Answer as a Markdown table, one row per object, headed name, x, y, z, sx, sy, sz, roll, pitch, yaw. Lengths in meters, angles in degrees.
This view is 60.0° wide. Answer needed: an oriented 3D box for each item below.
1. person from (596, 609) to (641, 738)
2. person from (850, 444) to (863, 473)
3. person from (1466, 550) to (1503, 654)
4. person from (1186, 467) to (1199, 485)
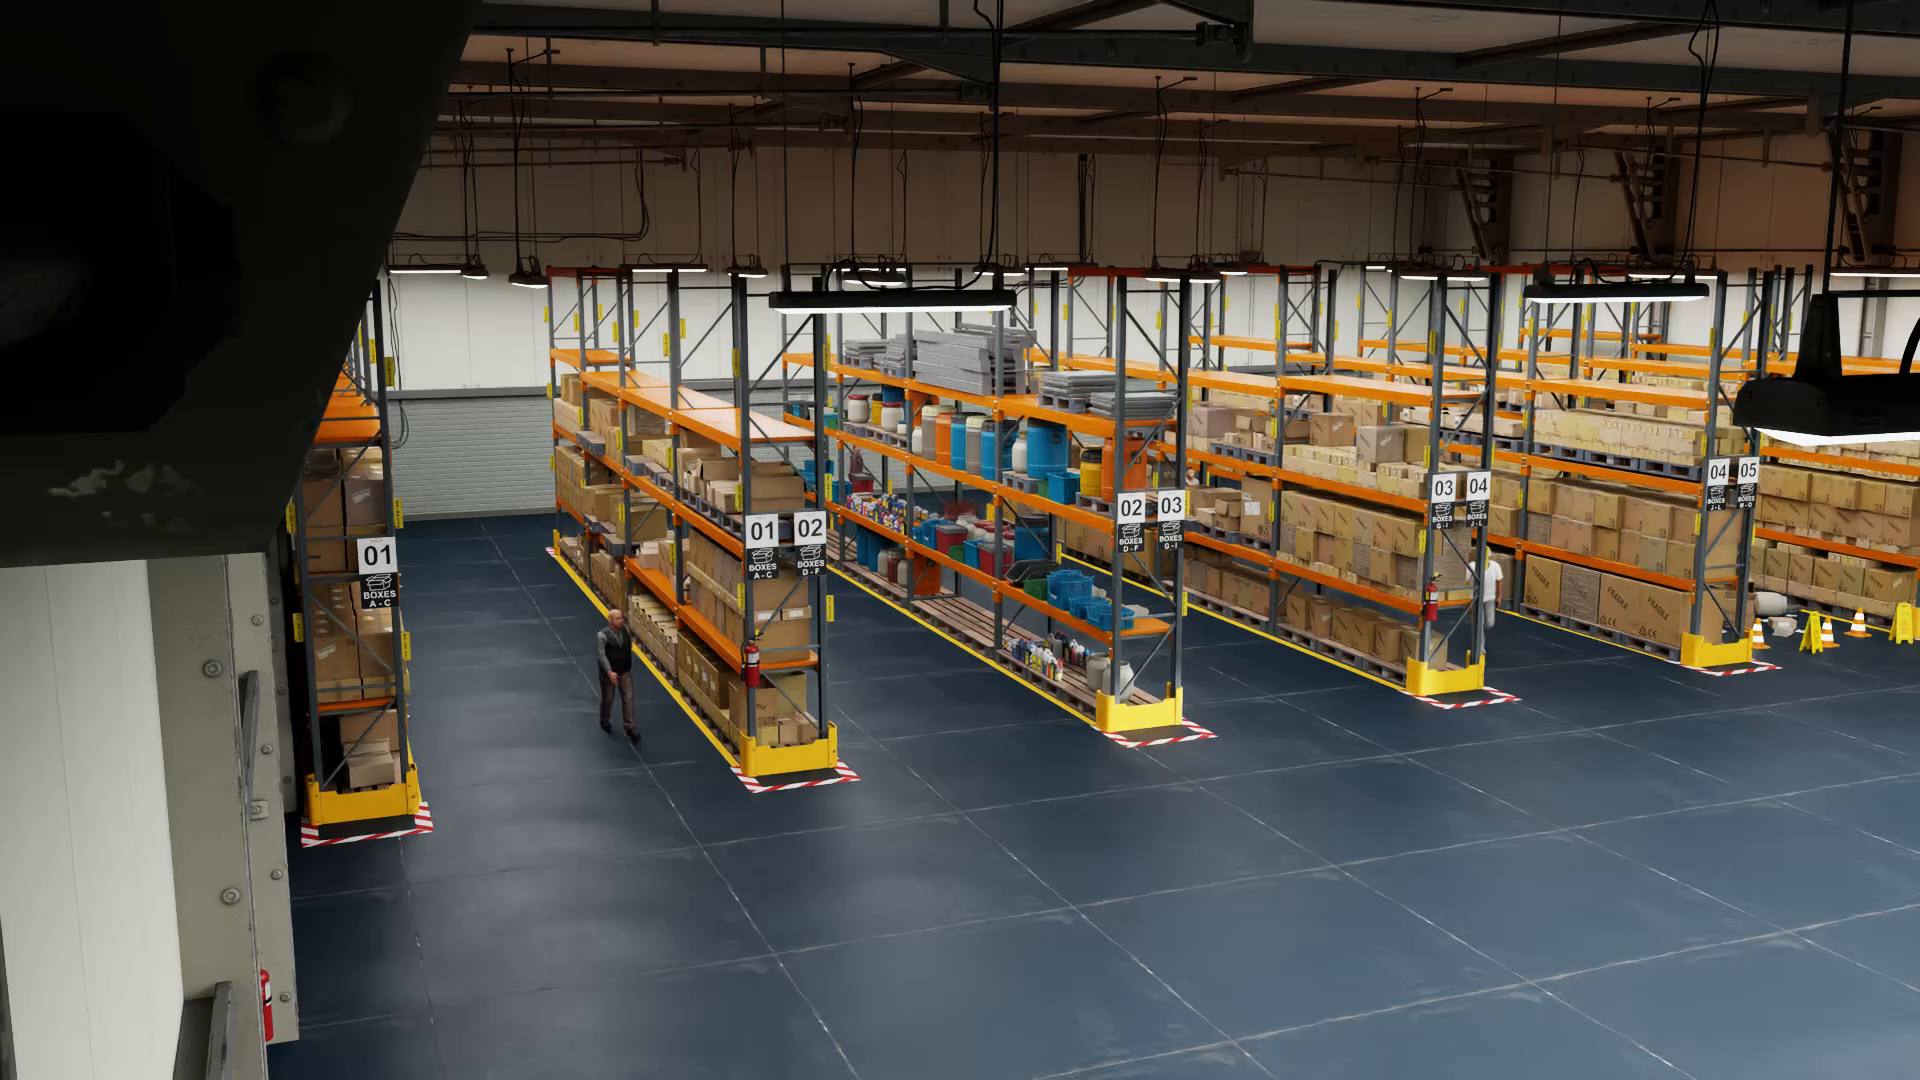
| name | x | y | z | sx | sy | sz | roll | pitch | yaw |
| --- | --- | --- | --- | --- | --- | --- | --- | --- | --- |
| person | -4.477 | 1.731 | 21.829 | 0.537 | 1.658 | 1.005 | -7 | 12 | -34 |
| person | -2.568 | -1.517 | 40.163 | 0.738 | 1.768 | 0.645 | 0 | 10 | 2 |
| person | 8.277 | 0.910 | 26.457 | 0.630 | 1.732 | 0.717 | 0 | 10 | 2 |
| person | 5.087 | -0.806 | 36.512 | 0.447 | 1.606 | 1.064 | -4 | 11 | -21 |
